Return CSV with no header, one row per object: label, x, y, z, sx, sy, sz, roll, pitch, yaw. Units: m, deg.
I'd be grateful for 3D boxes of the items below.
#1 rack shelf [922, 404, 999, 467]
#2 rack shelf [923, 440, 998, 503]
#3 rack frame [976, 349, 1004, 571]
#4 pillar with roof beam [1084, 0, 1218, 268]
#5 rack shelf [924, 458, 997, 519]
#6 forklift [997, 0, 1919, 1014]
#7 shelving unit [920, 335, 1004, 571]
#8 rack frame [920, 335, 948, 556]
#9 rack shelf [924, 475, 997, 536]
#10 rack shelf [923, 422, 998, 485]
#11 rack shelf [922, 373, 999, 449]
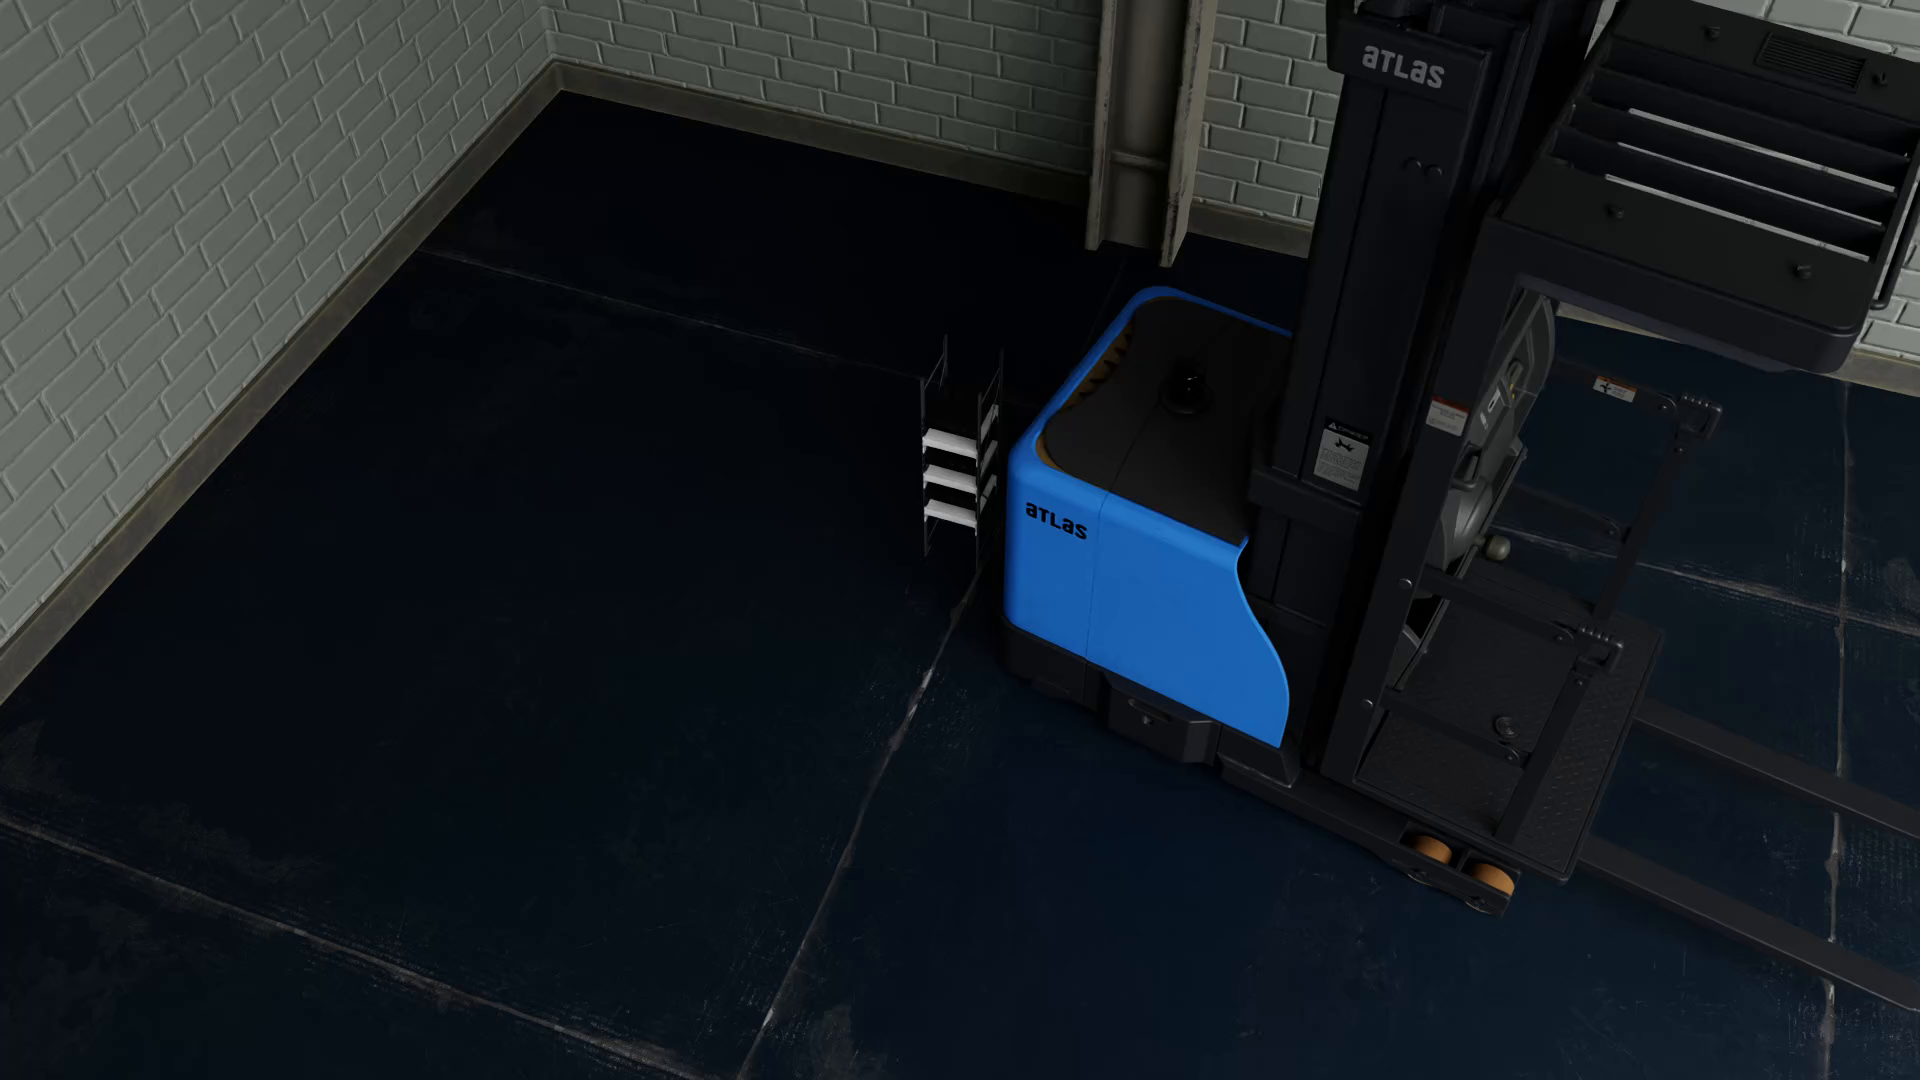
rack shelf,0.008,-0.389,5.797,0.200,0.077,0.258,16,51,13
rack shelf,0.008,-0.271,5.933,0.200,0.077,0.258,16,51,13
rack frame,0.103,-0.266,5.885,0.006,0.900,0.240,16,51,13
pillar with roof beam,-0.704,-1.247,1.376,0.400,9.000,9.100,16,51,13
rack shelf,0.008,-0.212,6.001,0.200,0.077,0.258,16,51,13
forklift,1.660,-0.252,4.529,3.031,2.935,1.130,24,53,20
shelving unit,0.008,-0.293,5.908,0.210,0.900,0.258,16,51,13
rack frame,-0.088,-0.319,5.931,0.006,0.900,0.240,16,51,13
rack shelf,0.008,-0.153,6.069,0.200,0.077,0.258,16,51,13
rack shelf,0.008,-0.330,5.865,0.200,0.077,0.258,16,51,13
rack shelf,0.008,-0.448,5.729,0.200,0.077,0.258,16,51,13
